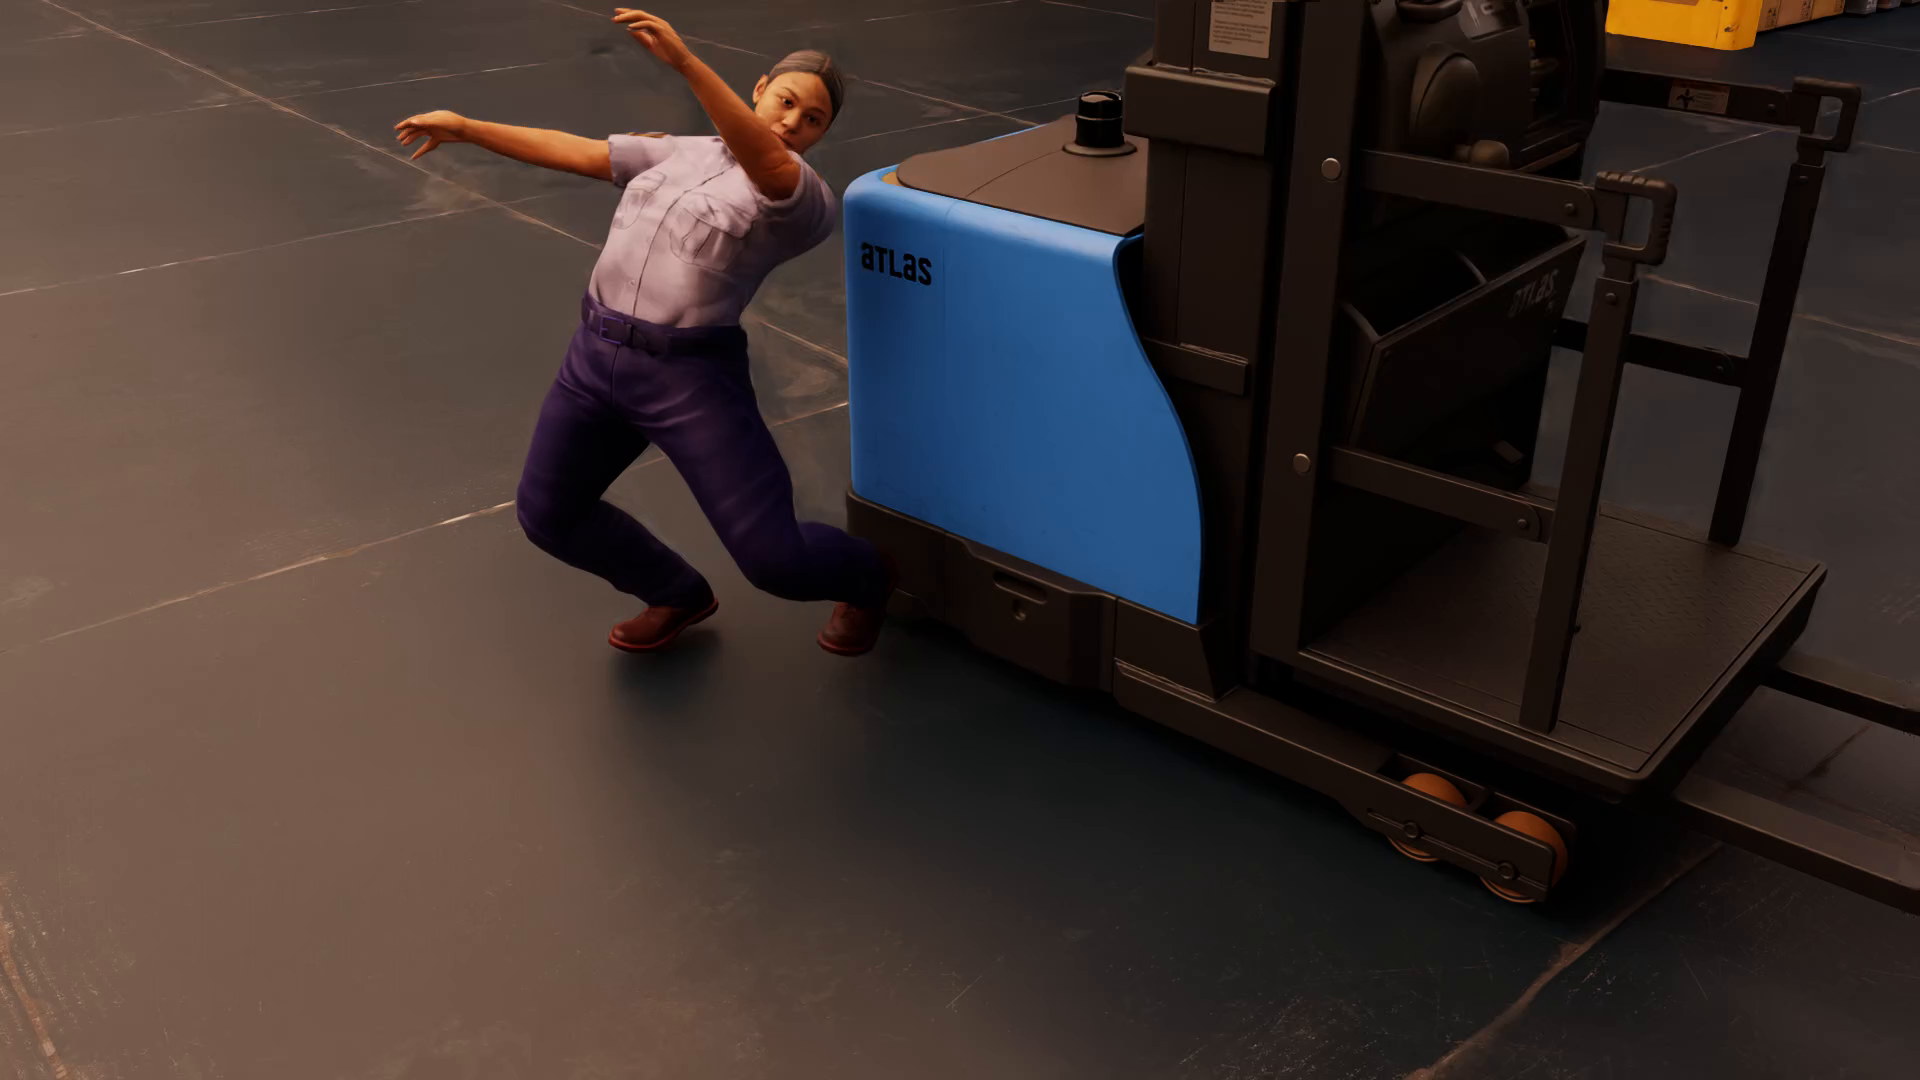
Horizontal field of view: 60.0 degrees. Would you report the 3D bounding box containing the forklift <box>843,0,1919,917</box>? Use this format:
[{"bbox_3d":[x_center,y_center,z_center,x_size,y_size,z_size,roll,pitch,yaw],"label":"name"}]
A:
[{"bbox_3d":[1.166,-0.897,3.010,3.031,2.935,1.130,21,33,36],"label":"forklift"}]

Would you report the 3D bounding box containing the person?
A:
[{"bbox_3d":[-0.665,-0.446,3.657,1.018,1.503,0.631,14,29,25],"label":"person"}]
